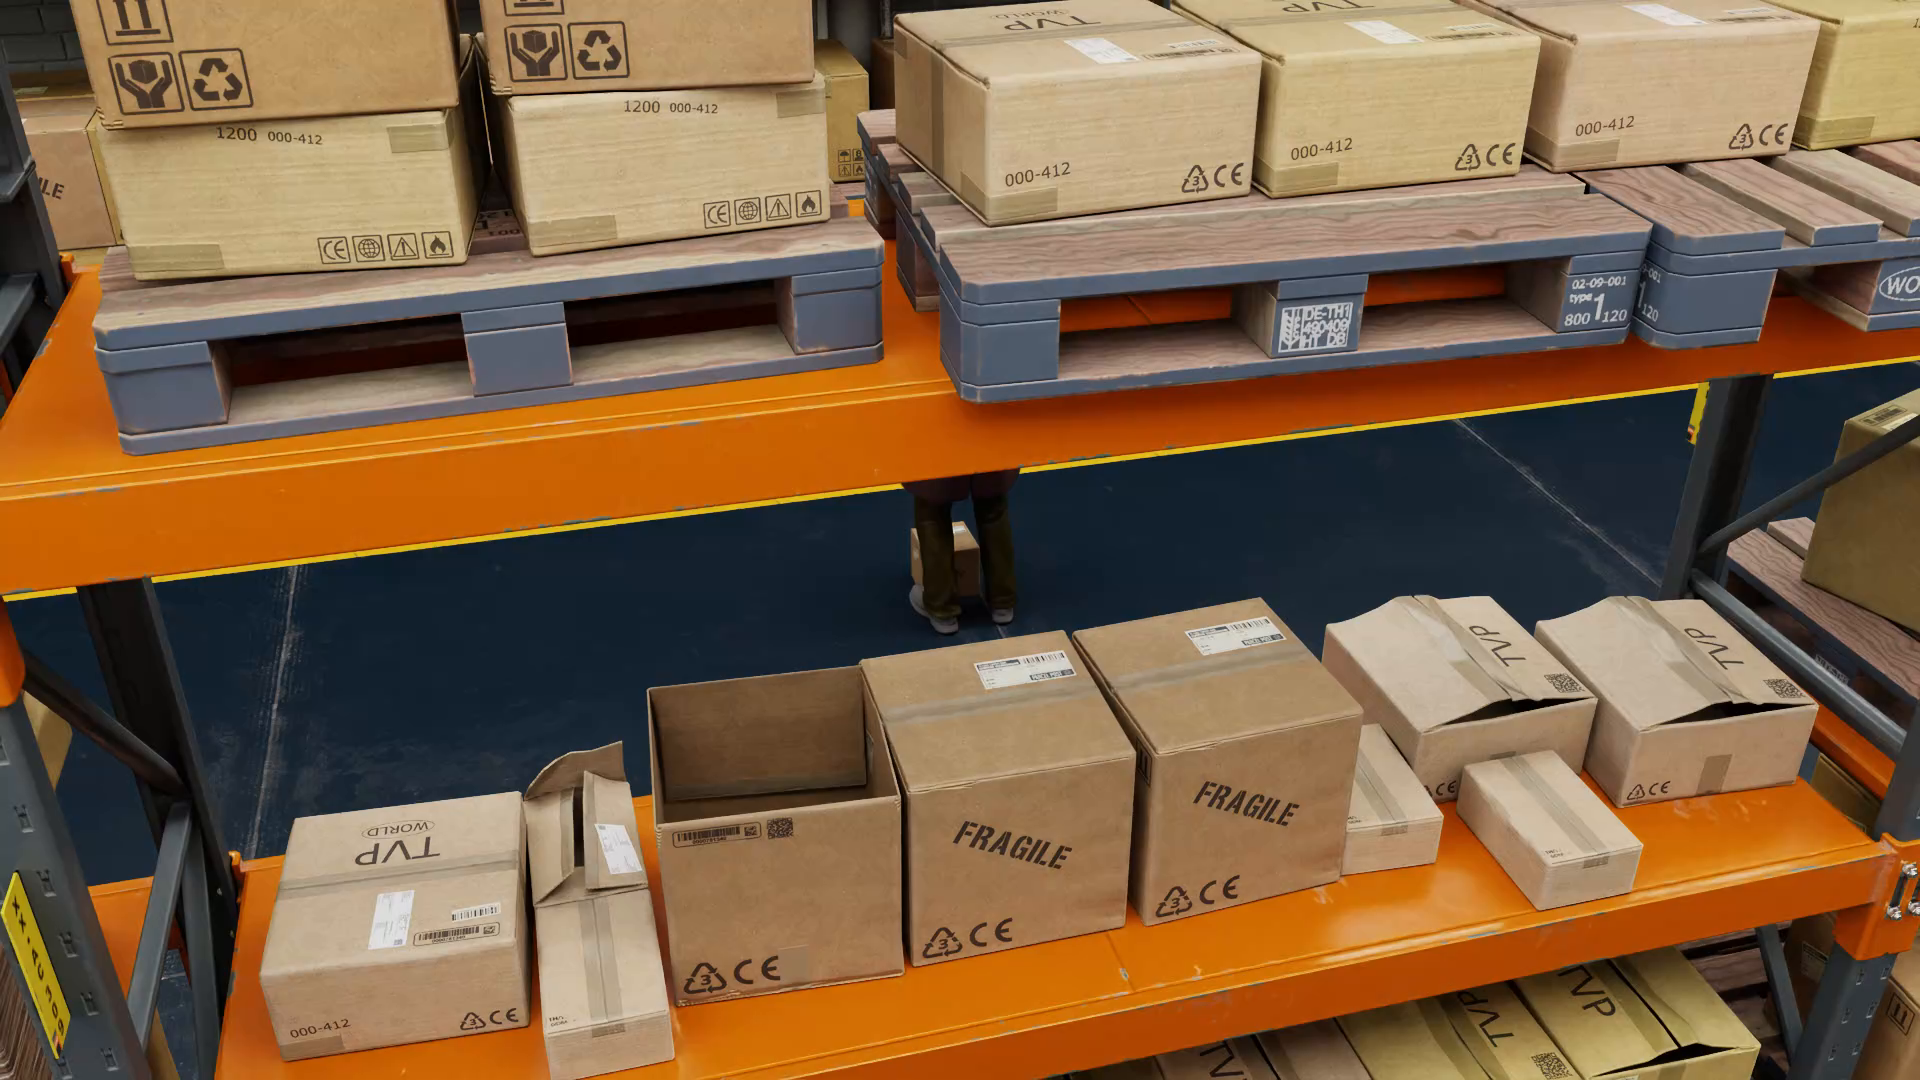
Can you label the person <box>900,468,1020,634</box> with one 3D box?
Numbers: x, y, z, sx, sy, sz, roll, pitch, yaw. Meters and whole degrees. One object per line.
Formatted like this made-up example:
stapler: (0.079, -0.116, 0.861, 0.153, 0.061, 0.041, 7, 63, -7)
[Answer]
person: (-0.009, -0.441, 6.914, 0.649, 1.772, 0.429, -10, 31, -16)
